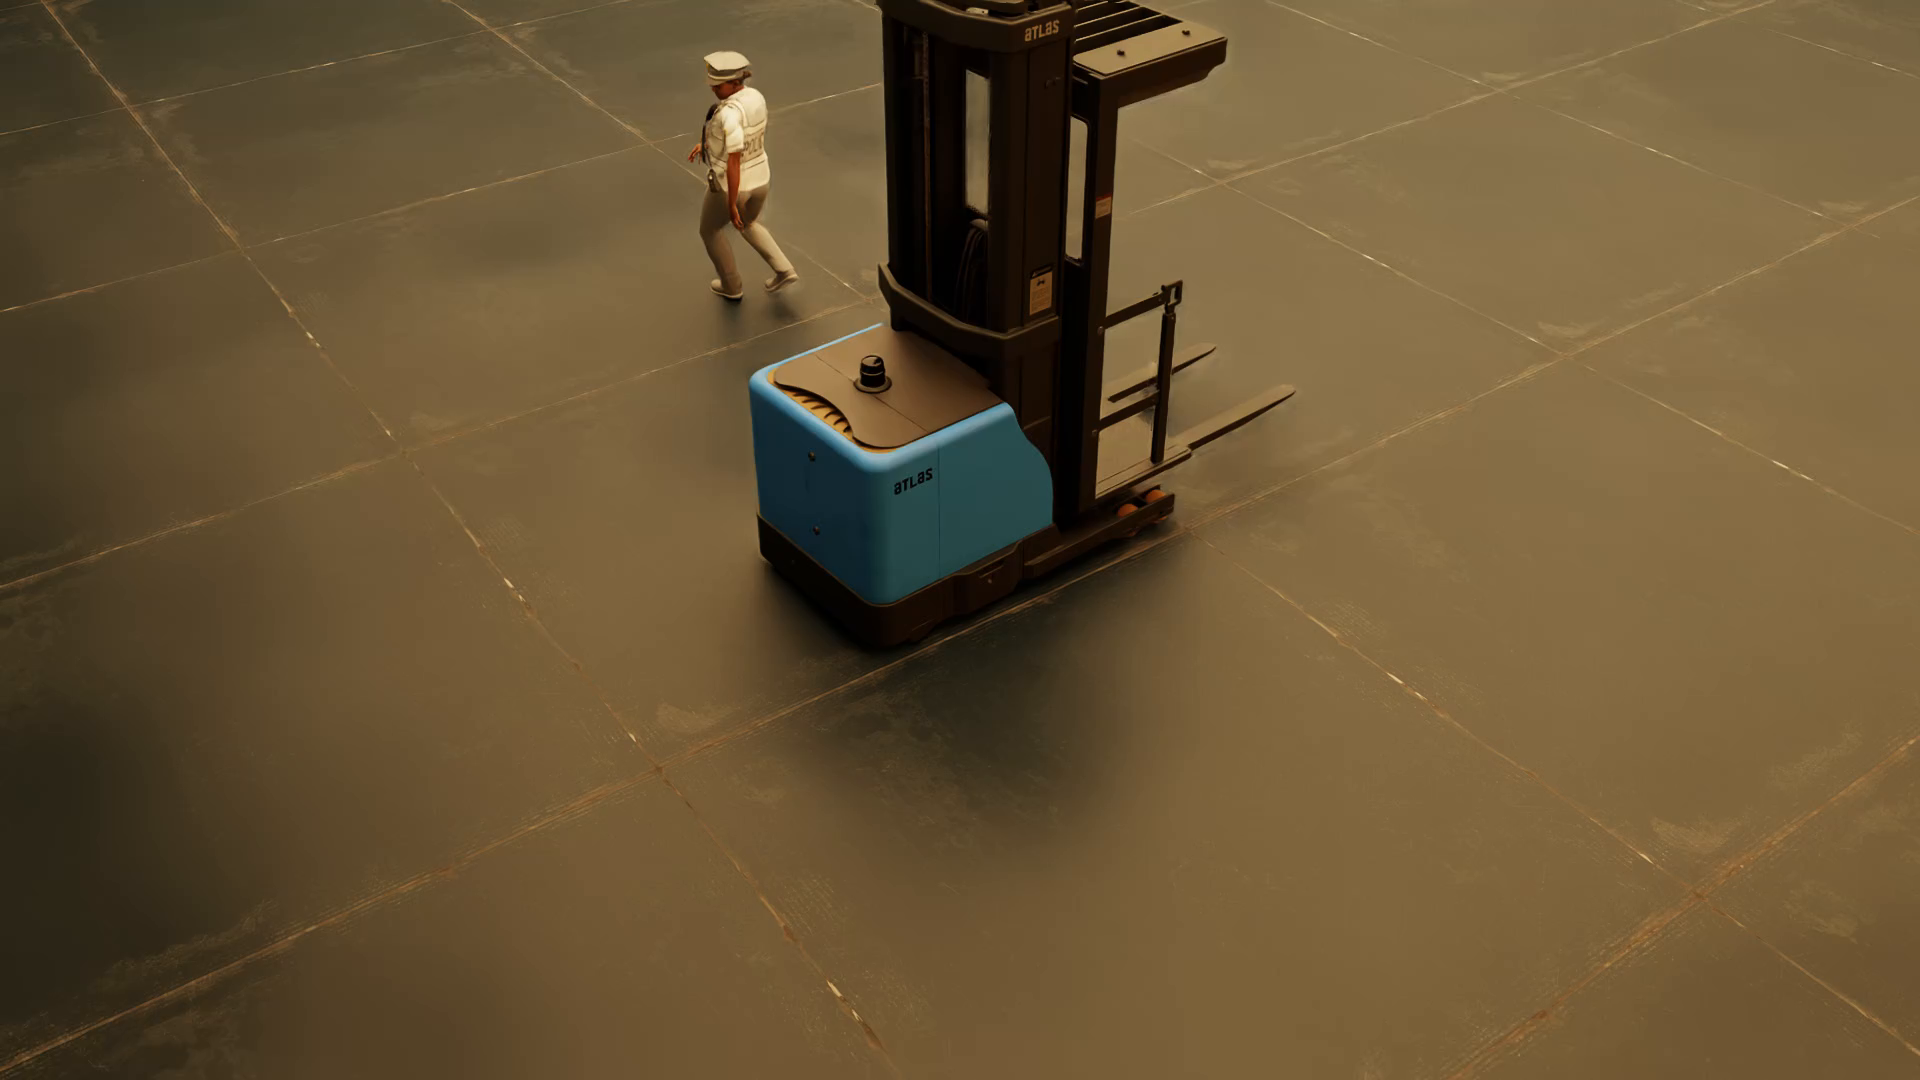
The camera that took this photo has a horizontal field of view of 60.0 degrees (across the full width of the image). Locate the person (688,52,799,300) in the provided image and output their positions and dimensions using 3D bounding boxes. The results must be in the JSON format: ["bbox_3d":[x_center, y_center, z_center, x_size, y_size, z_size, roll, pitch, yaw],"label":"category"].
[{"bbox_3d":[-1.357,-2.134,9.968,0.643,1.599,0.569,25,43,30],"label":"person"}]

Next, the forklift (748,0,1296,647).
[{"bbox_3d":[0.470,-1.413,7.856,3.031,2.935,1.130,-26,44,-31],"label":"forklift"}]
